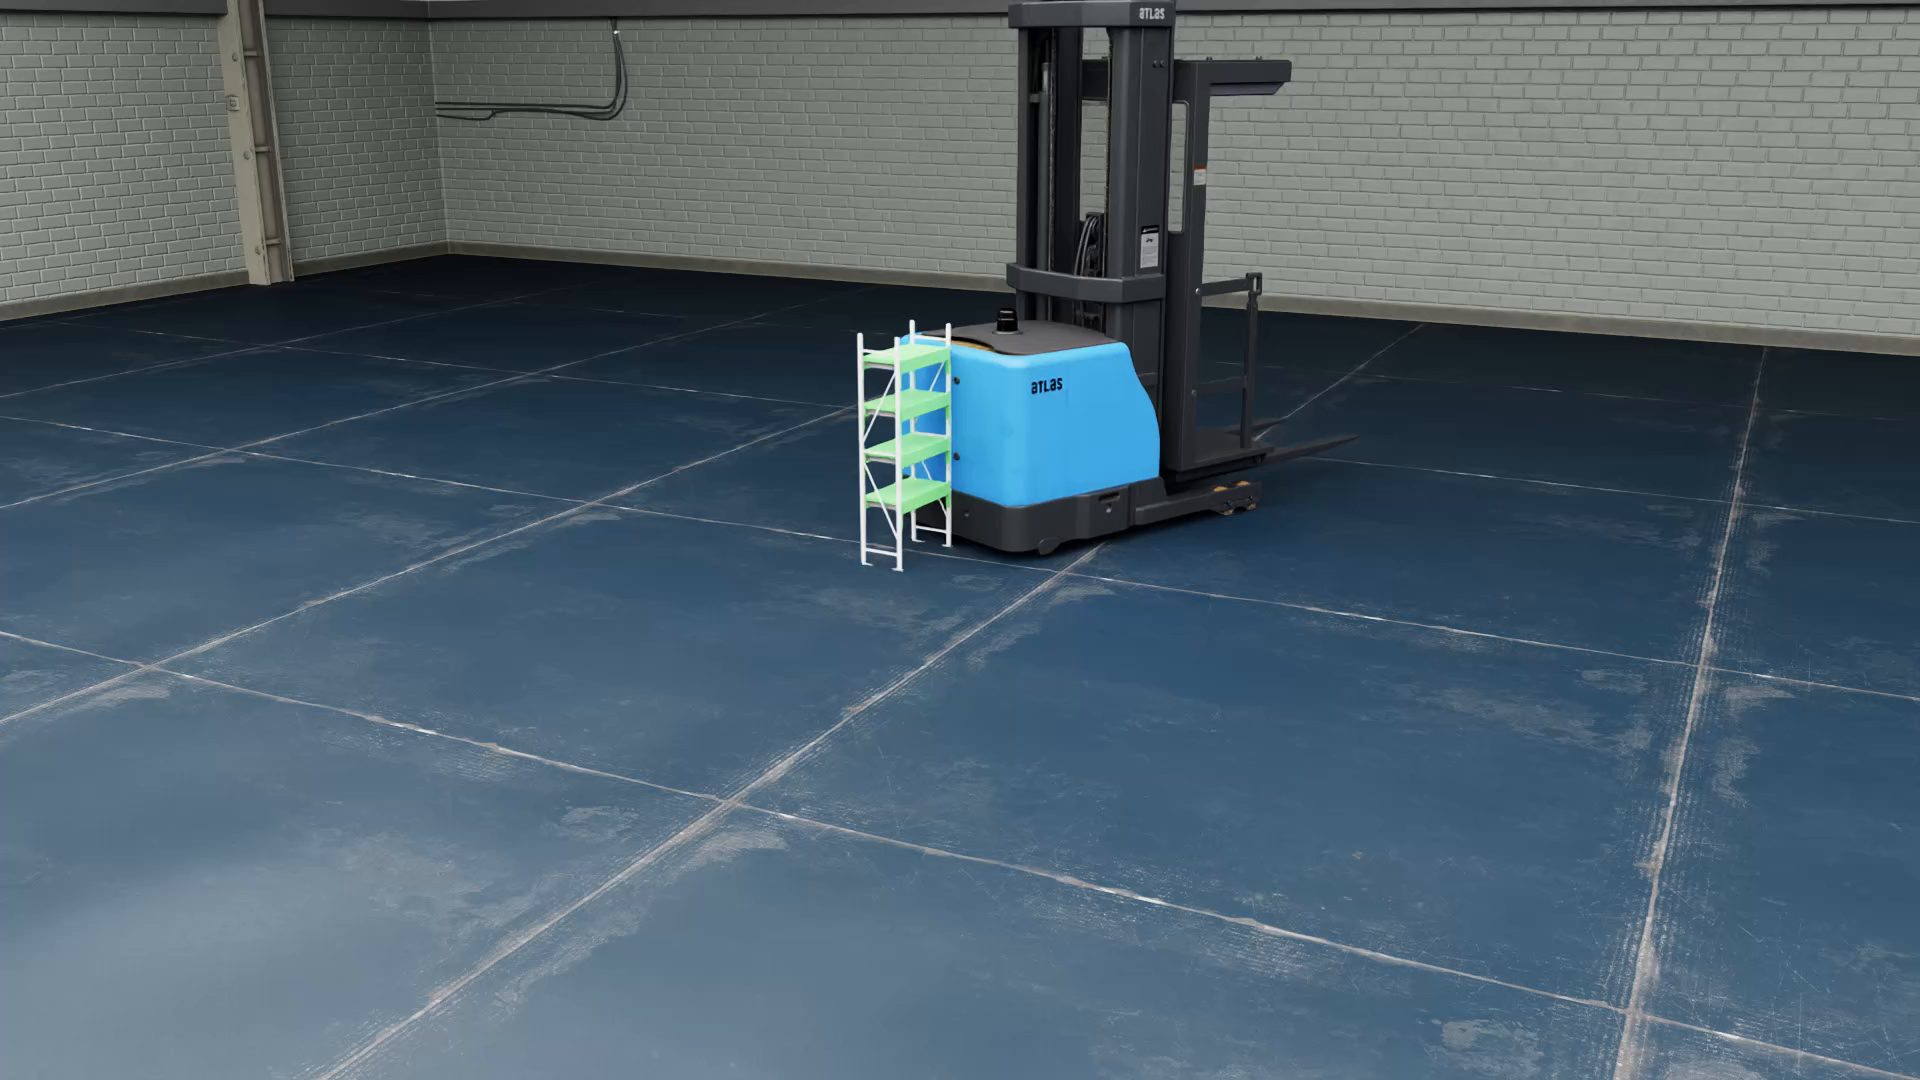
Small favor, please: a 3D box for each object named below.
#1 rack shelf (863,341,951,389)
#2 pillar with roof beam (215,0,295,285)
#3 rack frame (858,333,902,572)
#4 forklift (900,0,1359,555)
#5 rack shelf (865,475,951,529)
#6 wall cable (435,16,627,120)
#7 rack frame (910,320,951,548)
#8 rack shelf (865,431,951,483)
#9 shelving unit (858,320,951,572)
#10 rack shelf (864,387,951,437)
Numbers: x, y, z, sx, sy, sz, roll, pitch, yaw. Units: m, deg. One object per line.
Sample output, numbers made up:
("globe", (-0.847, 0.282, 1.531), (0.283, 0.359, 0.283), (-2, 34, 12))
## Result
("rack shelf", (-0.278, -0.892, 8.459), (0.258, 0.148, 0.480), (10, 19, 29))
("pillar with roof beam", (-3.970, -6.696, 15.765), (9.100, 9.000, 0.400), (8, 18, 25))
("rack frame", (-0.402, -0.433, 8.376), (0.240, 1.200, 0.015), (10, 19, 29))
("forklift", (1.119, -1.647, 9.423), (3.031, 2.935, 1.130), (-13, 21, -37))
("rack shelf", (-0.278, -0.202, 8.664), (0.258, 0.148, 0.480), (10, 19, 29))
("wall cable", (-5.322, -6.338, 20.011), (3.097, 2.526, 0.112), (8, 18, 25))
("rack frame", (-0.154, -0.553, 8.779), (0.240, 1.200, 0.015), (10, 19, 29))
("rack shelf", (-0.278, -0.432, 8.595), (0.258, 0.148, 0.480), (10, 19, 29))
("shelving unit", (-0.278, -0.493, 8.577), (0.258, 1.200, 0.503), (10, 19, 29))
("rack shelf", (-0.278, -0.662, 8.527), (0.258, 0.148, 0.480), (10, 19, 29))
